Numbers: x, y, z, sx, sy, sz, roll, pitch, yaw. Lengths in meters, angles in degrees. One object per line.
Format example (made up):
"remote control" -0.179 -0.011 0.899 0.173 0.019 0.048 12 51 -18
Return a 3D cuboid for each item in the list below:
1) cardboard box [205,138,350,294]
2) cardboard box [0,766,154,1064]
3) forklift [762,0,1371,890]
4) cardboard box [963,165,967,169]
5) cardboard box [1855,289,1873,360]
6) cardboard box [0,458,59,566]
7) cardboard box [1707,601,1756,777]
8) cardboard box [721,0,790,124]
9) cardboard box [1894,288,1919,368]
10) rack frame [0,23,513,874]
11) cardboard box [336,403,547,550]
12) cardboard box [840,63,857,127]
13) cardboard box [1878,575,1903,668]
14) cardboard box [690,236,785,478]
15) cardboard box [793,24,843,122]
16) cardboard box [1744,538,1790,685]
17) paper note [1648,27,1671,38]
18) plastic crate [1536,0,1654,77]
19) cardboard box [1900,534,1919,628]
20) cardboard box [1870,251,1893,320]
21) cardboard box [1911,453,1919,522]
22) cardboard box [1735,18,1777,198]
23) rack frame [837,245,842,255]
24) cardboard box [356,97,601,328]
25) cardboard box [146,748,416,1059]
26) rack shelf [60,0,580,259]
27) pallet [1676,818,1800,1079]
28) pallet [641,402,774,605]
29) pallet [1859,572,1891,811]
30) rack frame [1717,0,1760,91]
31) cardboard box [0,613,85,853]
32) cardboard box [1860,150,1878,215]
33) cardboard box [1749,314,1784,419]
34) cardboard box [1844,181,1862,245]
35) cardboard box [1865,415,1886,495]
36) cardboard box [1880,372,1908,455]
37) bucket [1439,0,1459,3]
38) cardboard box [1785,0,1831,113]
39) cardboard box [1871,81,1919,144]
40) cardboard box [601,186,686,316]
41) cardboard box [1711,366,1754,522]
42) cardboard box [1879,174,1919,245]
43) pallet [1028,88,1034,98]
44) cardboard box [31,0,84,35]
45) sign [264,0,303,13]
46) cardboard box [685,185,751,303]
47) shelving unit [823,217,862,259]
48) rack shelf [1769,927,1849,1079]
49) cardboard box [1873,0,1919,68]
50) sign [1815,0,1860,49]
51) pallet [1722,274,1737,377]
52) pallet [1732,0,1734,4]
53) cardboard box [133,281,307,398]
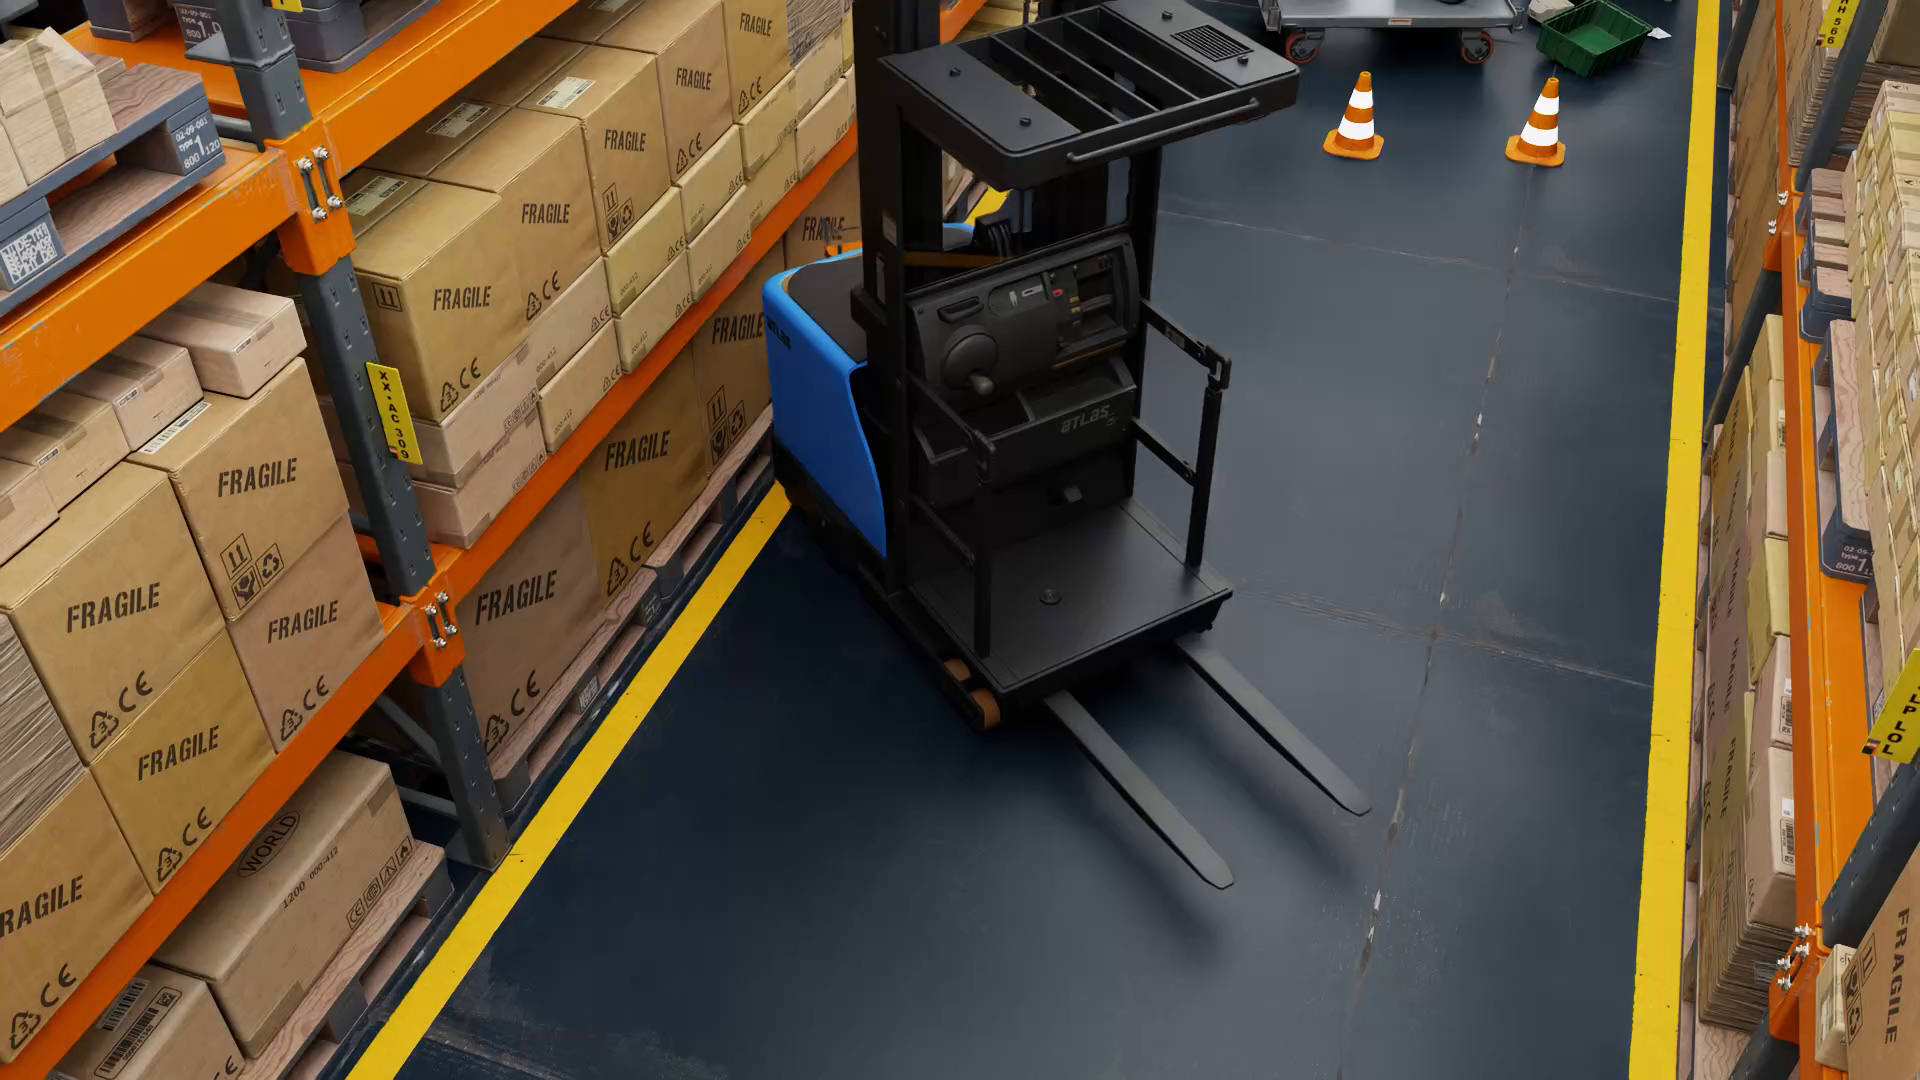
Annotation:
"cardboard box" -2.175 -0.858 5.097 0.500 0.500 0.500 15 43 16
"cardboard box" -2.339 0.816 3.906 0.500 0.500 0.500 13 42 14
"forklift" 0.363 -0.731 5.848 1.130 2.935 3.031 -22 45 -23
"cardboard box" -0.277 -2.505 9.576 0.950 0.372 0.625 13 42 14
"cardboard box" 3.256 -0.694 5.622 0.380 0.149 0.250 15 43 16
"cardboard box" -2.255 -0.073 3.677 0.380 0.149 0.250 13 42 15
"cardboard box" 2.966 0.585 5.855 0.500 0.500 0.500 12 42 14
"cardboard box" -0.999 -1.979 6.412 0.500 0.500 0.500 13 42 15
"cardboard box" 3.085 -0.612 5.068 0.380 0.149 0.250 13 42 14
"rack frame" -2.092 -0.111 5.069 1.000 3.000 0.127 13 42 15
"cardboard box" -1.694 -0.264 5.363 0.500 0.250 0.500 12 42 14
"cardboard box" -0.653 -2.127 7.548 0.500 0.250 0.500 12 42 14
"cardboard box" 2.719 0.266 4.498 0.380 0.149 0.250 13 42 15
"cardboard box" -1.347 -0.956 7.373 0.875 0.875 0.875 14 42 16
"cardboard box" -0.823 -2.018 7.035 0.500 0.250 0.500 12 42 14
"cardboard box" 2.967 0.286 5.629 0.500 0.250 0.500 12 42 13
"paper note" 4.709 -3.435 11.252 0.147 0.020 0.142 -13 42 -15
"plastic crate" 4.158 -3.302 10.932 0.662 0.188 0.450 -29 58 -29
"cardboard box" 2.721 0.151 4.403 0.380 0.149 0.250 15 43 17
"cardboard box" 3.257 -0.806 5.524 0.380 0.149 0.250 13 42 15
"cardboard box" 2.819 -0.134 4.508 0.380 0.149 0.250 13 42 15
"cardboard box" 4.869 -2.271 9.011 1.050 0.750 0.750 13 42 15
"rack frame" -0.426 -0.881 7.473 0.200 1.050 0.008 -13 42 -14
"cardboard box" -1.524 -1.050 5.323 0.500 0.500 0.500 13 42 15
"cardboard box" -2.408 1.063 5.343 0.875 0.438 0.875 13 42 14
"rack shelf" -1.408 -2.198 5.759 1.077 0.370 4.000 13 42 15
"pallet" 2.859 1.512 5.315 1.003 0.211 1.213 13 42 15
"pallet" -1.484 -0.284 7.420 1.003 0.211 1.213 13 42 15
"pallet" 2.992 0.565 4.424 1.003 0.211 1.213 13 42 15
"rack frame" 5.330 -3.953 9.573 1.000 3.000 0.127 13 42 15
"cardboard box" -2.340 0.440 3.576 0.500 0.500 0.500 14 42 16
"cardboard box" 3.517 -1.275 6.074 0.380 0.149 0.250 15 43 17
"cardboard box" 3.499 -0.641 6.715 0.500 0.250 0.500 11 42 13
"cardboard box" 3.527 -1.186 6.199 0.380 0.149 0.250 15 43 17
"cardboard box" 2.986 -0.220 5.066 0.380 0.149 0.250 15 43 17
"cardboard box" 2.992 -0.343 4.981 0.380 0.149 0.250 13 42 15
"bucket" 3.210 -3.881 10.839 0.726 0.611 0.620 29 58 29
"cardboard box" 4.035 -2.190 7.429 0.500 0.500 0.500 13 42 15
"cardboard box" 3.620 -1.563 6.182 0.380 0.149 0.250 13 42 15
"cardboard box" -1.327 -1.076 5.930 0.500 0.250 0.500 14 42 16
"cardboard box" 3.480 -0.348 6.949 0.500 0.500 0.500 12 42 13
"cardboard box" 3.353 -1.091 5.629 0.380 0.149 0.250 12 42 13
"pallet" -0.037 -2.708 10.261 1.003 0.211 1.213 13 42 15
"cardboard box" -5.164 -3.284 10.294 0.875 0.625 0.625 15 43 16
"sign" -1.570 -1.357 3.759 0.100 0.325 0.005 13 42 15
"cardboard box" -1.148 -1.191 6.451 0.500 0.250 0.500 13 42 14
"shelving unit" -0.465 -0.957 7.560 0.215 1.050 0.252 -13 42 -14
"rack shelf" 1.910 2.420 2.657 1.077 0.370 4.000 13 42 15
"cardboard box" 4.125 -2.204 6.674 0.700 0.500 0.500 13 42 15
"sign" 3.439 -2.075 6.479 0.100 0.325 0.005 13 42 15
"pallet" 4.302 -0.917 8.162 1.003 0.211 1.213 13 42 15
"pallet" 6.079 -4.085 11.876 1.003 0.211 1.213 13 42 15
"cardboard box" -1.898 -0.518 4.198 0.380 0.149 0.250 12 42 14
